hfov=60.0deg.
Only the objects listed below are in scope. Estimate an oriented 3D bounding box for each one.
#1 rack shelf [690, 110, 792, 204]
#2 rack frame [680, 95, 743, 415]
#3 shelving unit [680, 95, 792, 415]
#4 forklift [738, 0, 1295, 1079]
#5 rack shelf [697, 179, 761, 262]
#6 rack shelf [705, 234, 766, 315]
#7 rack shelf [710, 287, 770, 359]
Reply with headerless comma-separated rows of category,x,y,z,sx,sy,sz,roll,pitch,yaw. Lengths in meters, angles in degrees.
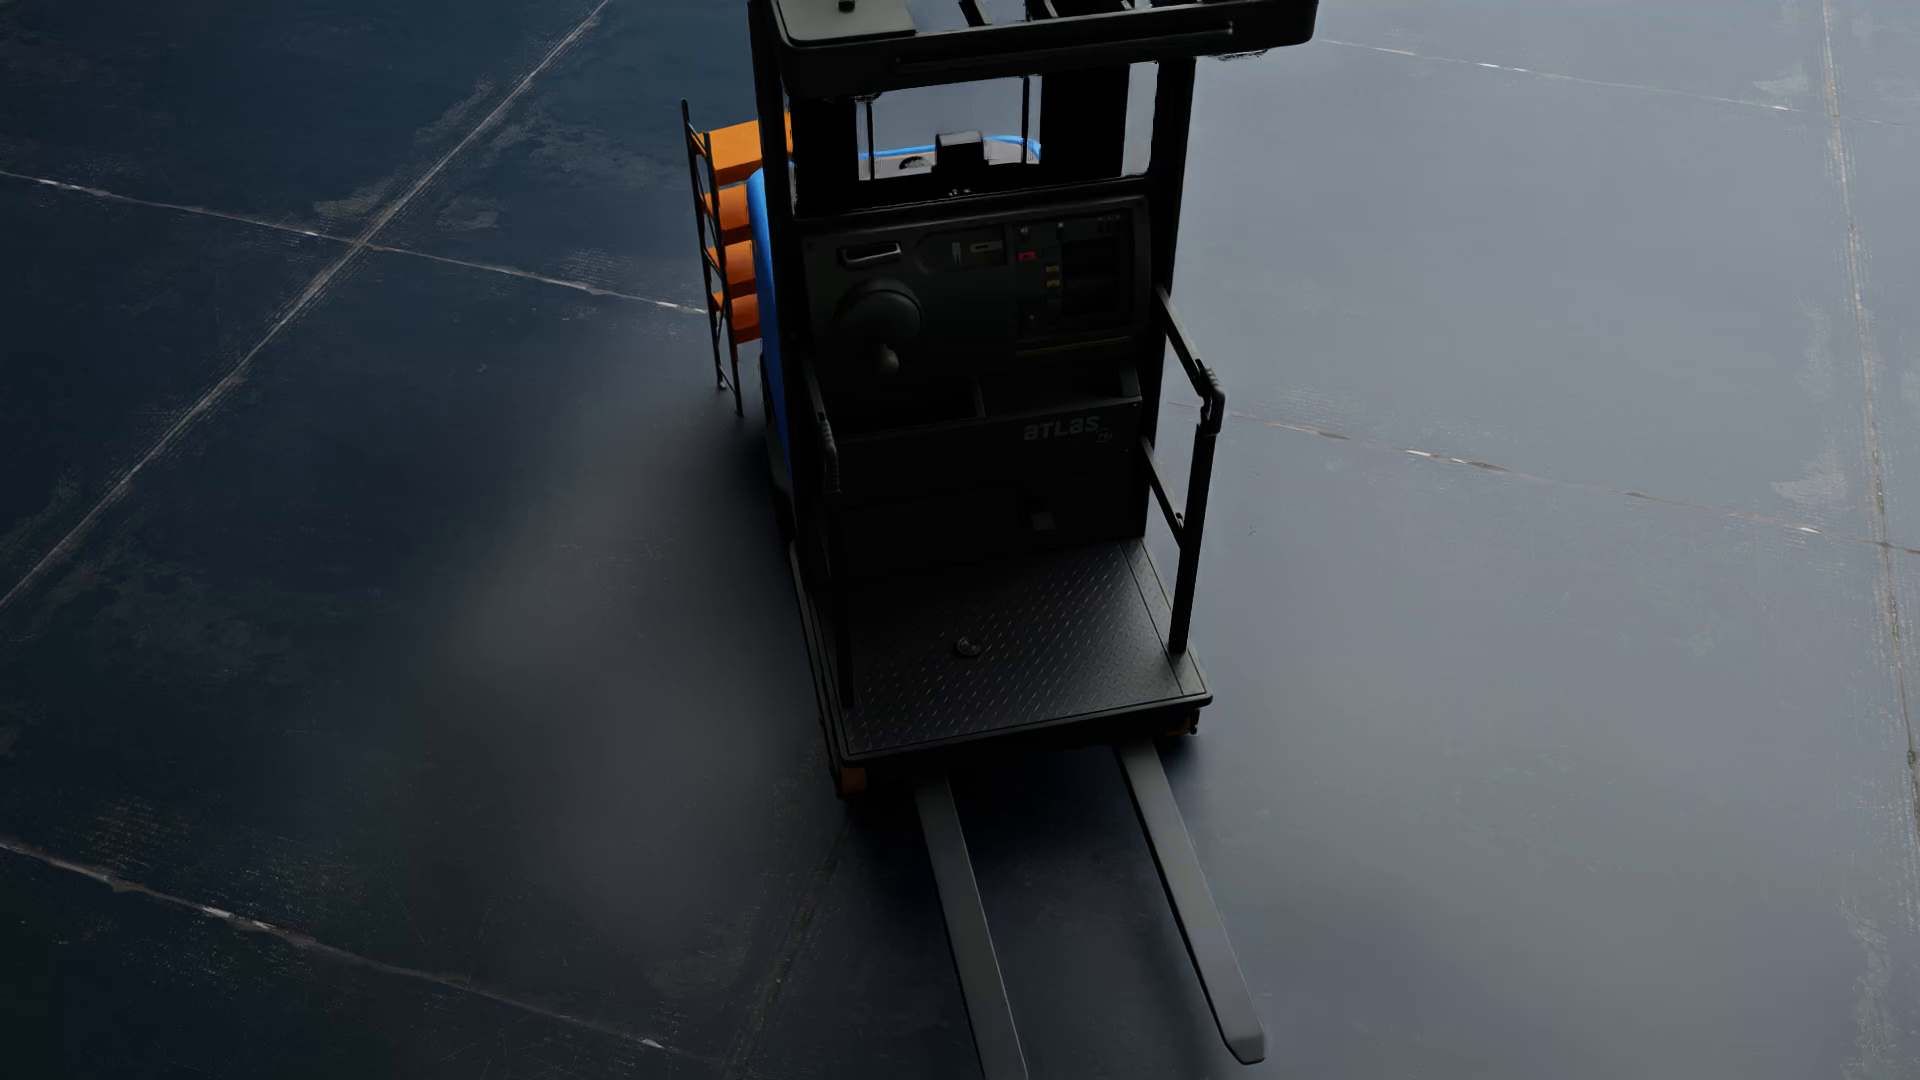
rack shelf,-0.656,-1.332,5.690,0.480,0.148,0.258,-19,47,-18
rack frame,-0.875,-0.976,5.888,0.015,1.200,0.240,-19,47,-18
shelving unit,-0.655,-1.050,5.963,0.503,1.200,0.258,-19,47,-18
forklift,0.063,-0.579,4.246,1.130,2.935,3.031,-6,45,-6
rack shelf,-0.655,-1.162,5.855,0.480,0.148,0.258,-19,47,-18
rack shelf,-0.655,-1.001,6.010,0.480,0.148,0.258,-19,47,-18
rack shelf,-0.654,-0.859,6.148,0.480,0.148,0.258,-19,47,-18
